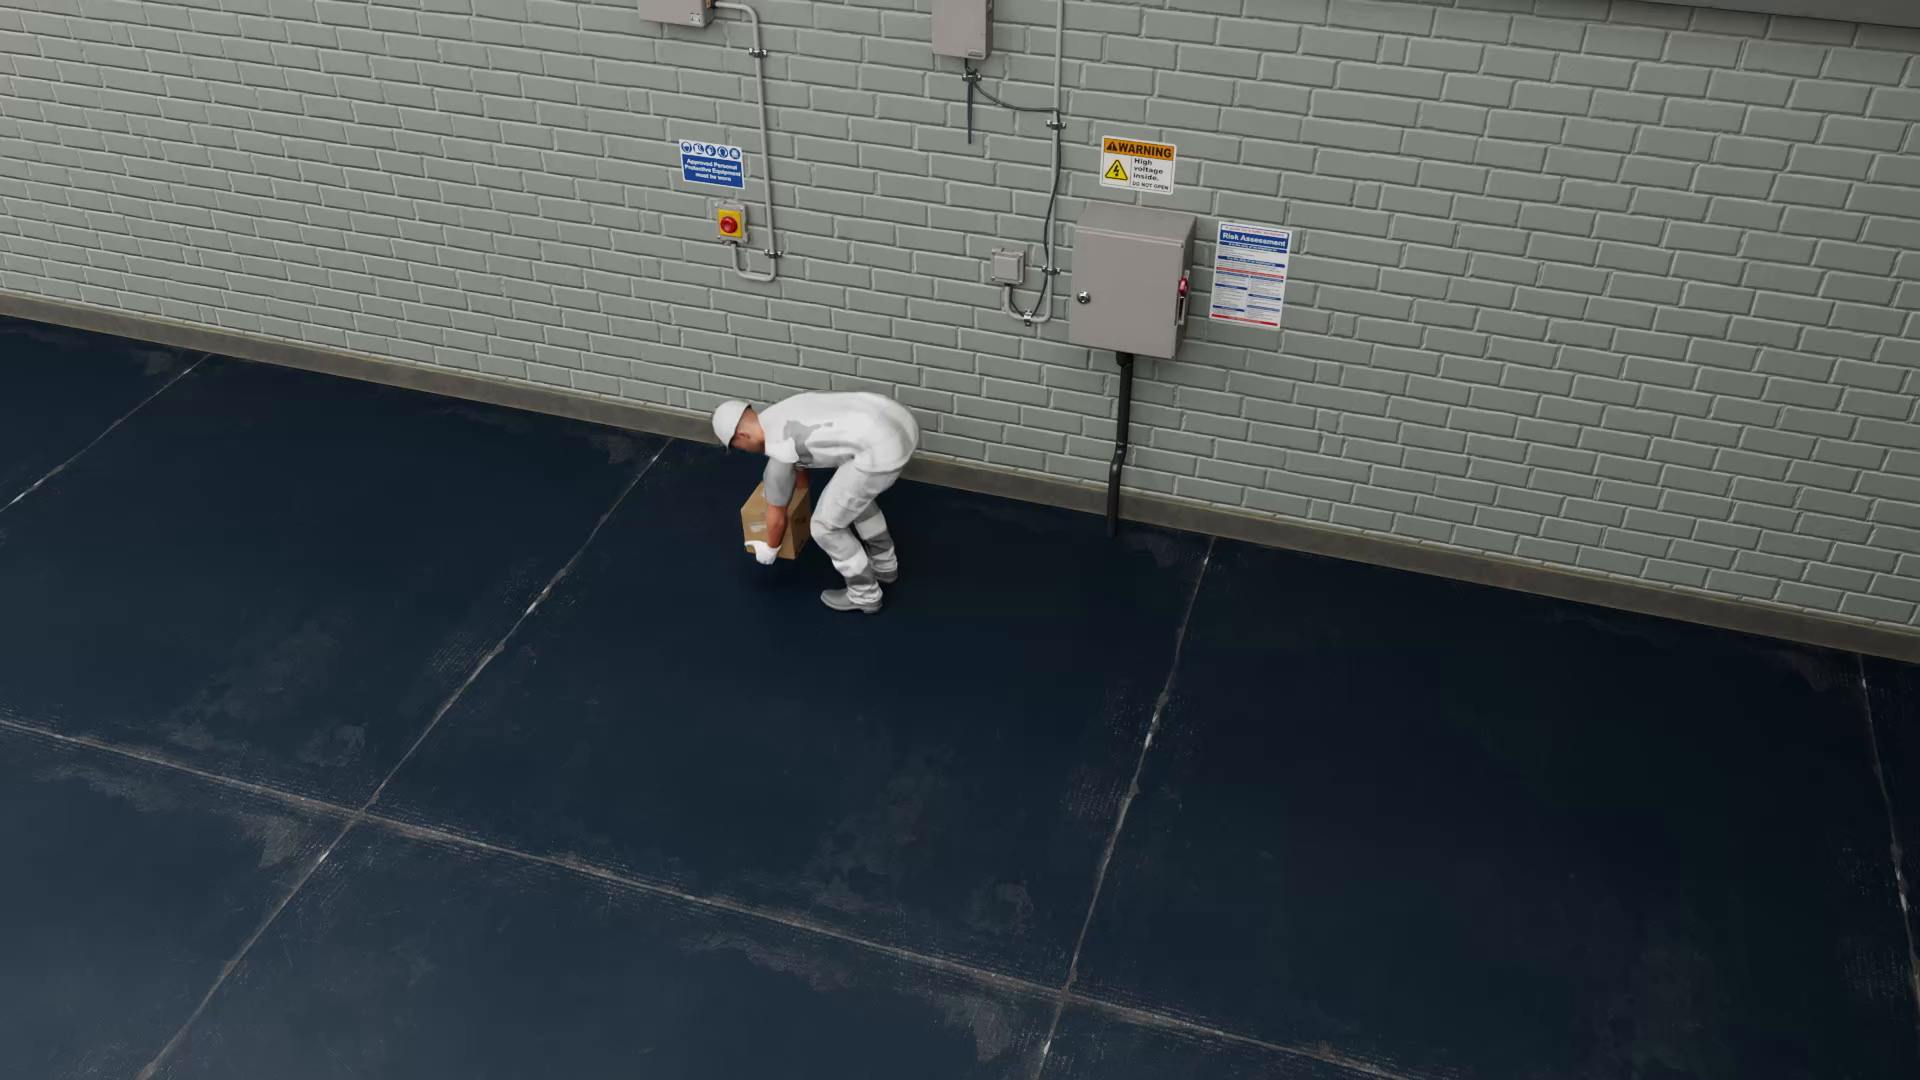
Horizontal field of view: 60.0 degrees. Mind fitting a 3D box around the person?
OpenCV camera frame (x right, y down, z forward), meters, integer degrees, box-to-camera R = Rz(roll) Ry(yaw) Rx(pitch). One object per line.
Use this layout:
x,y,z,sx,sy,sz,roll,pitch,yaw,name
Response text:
-0.669,-0.221,7.763,0.963,1.072,0.514,9,38,12,person
